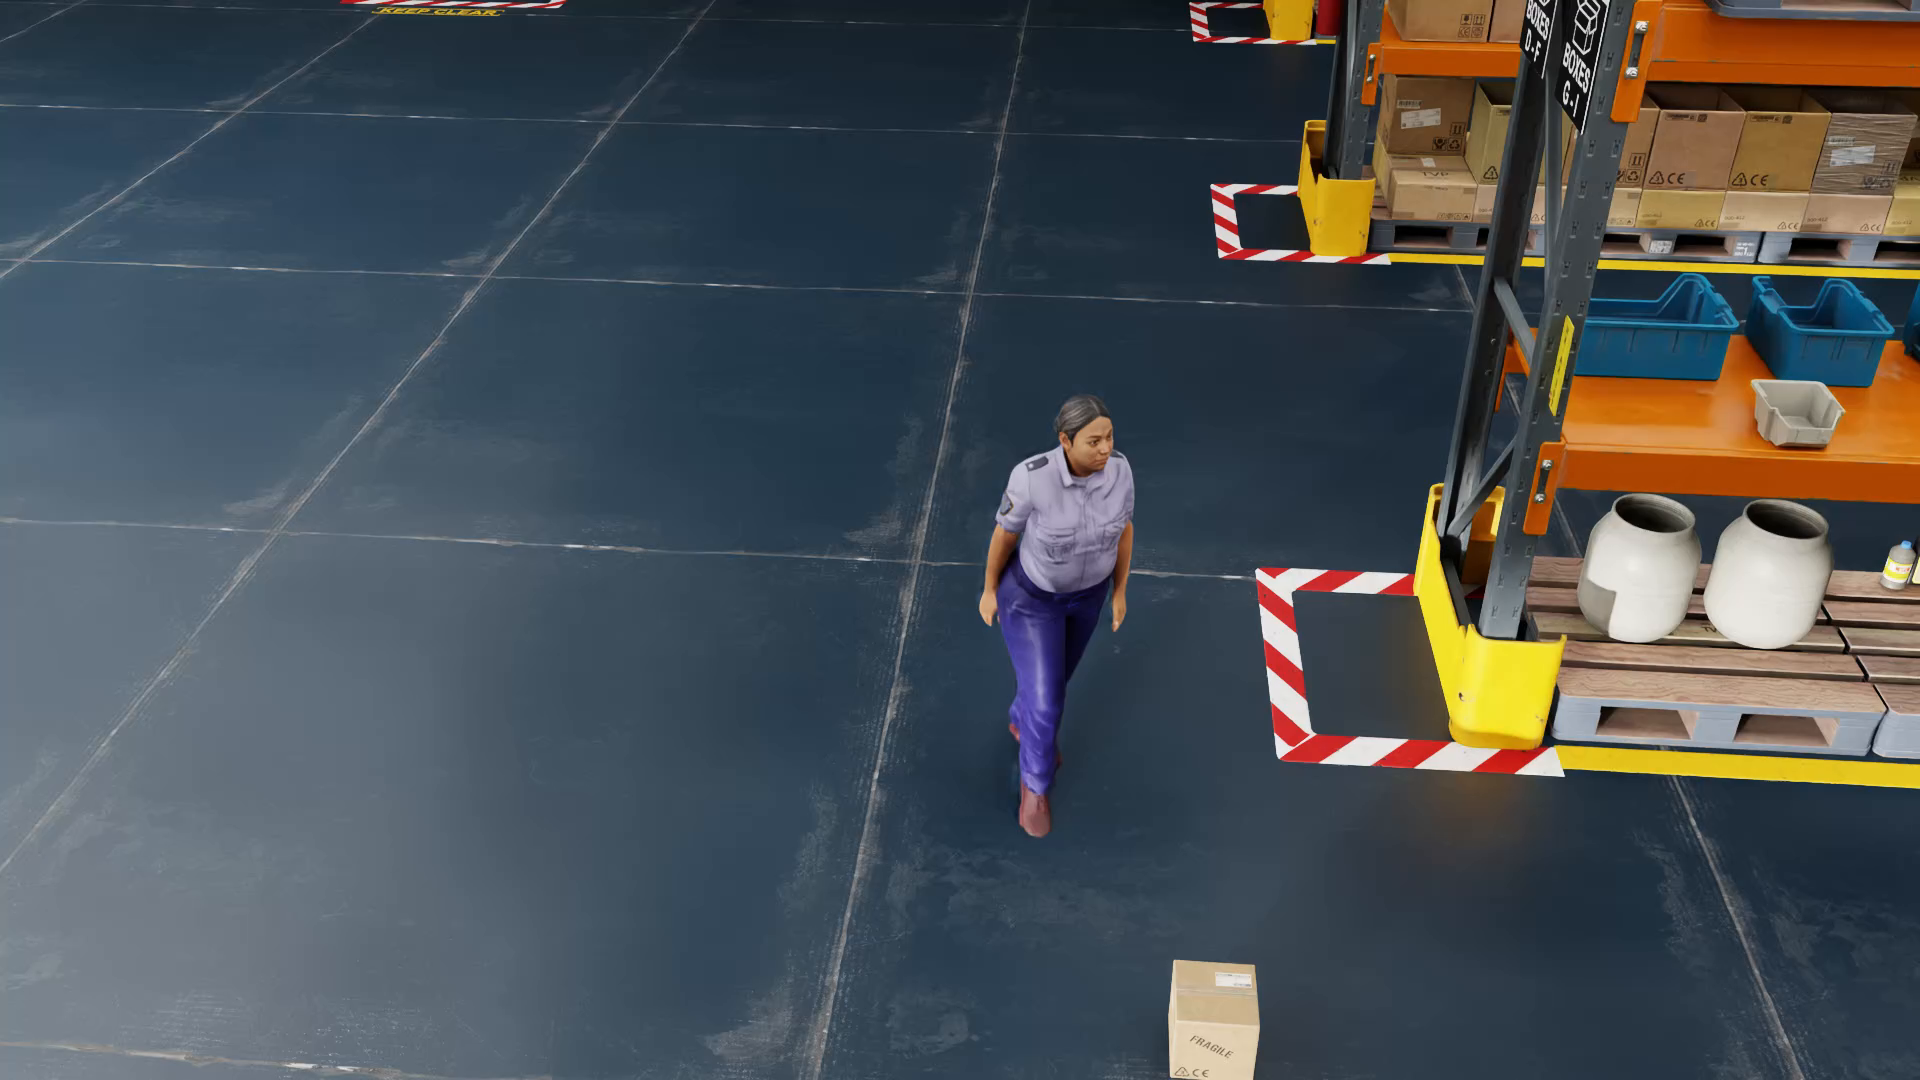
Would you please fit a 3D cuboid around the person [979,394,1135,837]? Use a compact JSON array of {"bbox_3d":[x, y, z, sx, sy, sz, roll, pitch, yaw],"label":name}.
[{"bbox_3d":[0.342,0.214,5.860,0.505,1.674,0.566,-17,36,-25],"label":"person"}]
